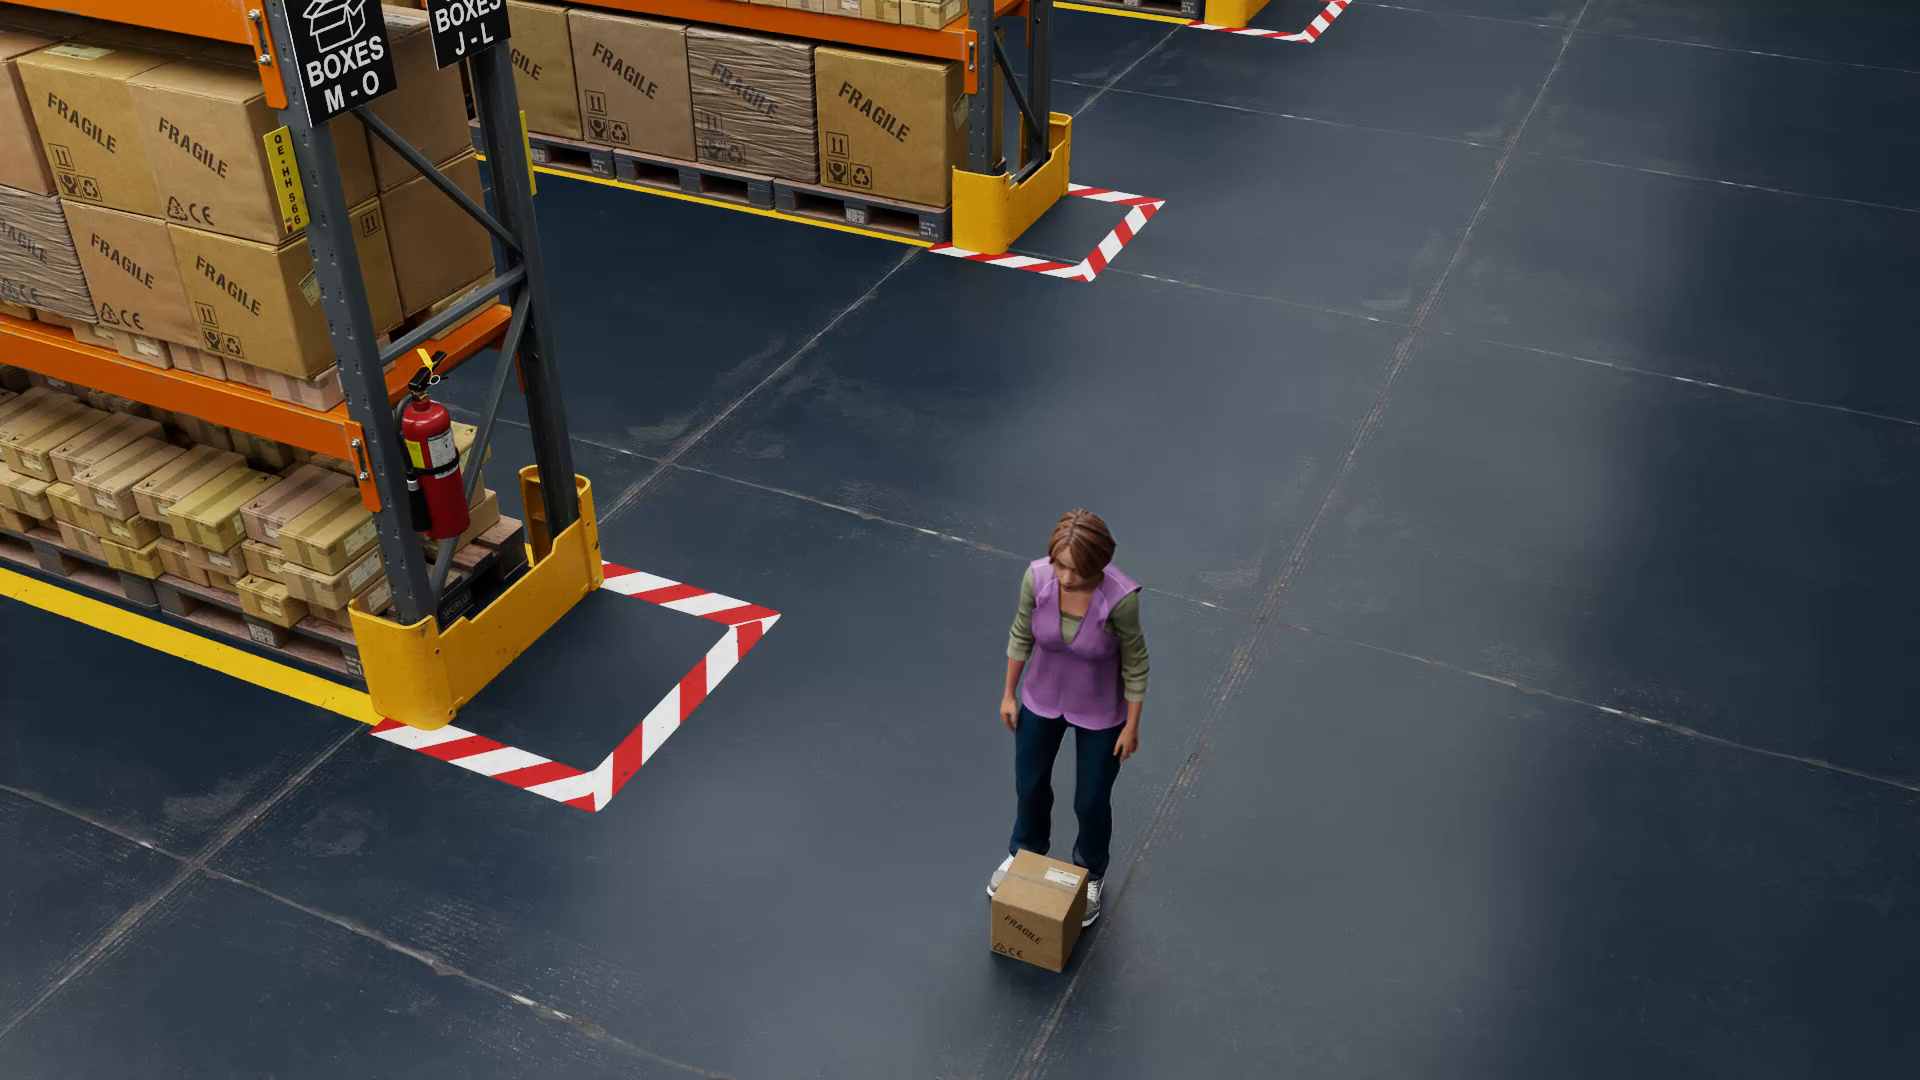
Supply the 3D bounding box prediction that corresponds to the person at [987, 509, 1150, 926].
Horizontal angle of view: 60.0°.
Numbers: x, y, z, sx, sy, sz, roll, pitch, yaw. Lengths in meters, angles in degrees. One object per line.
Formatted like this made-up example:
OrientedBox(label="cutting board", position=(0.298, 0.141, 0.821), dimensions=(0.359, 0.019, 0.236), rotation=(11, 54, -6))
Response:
OrientedBox(label="person", position=(0.359, 0.552, 5.338), dimensions=(0.476, 1.593, 0.348), rotation=(14, 36, 19))
